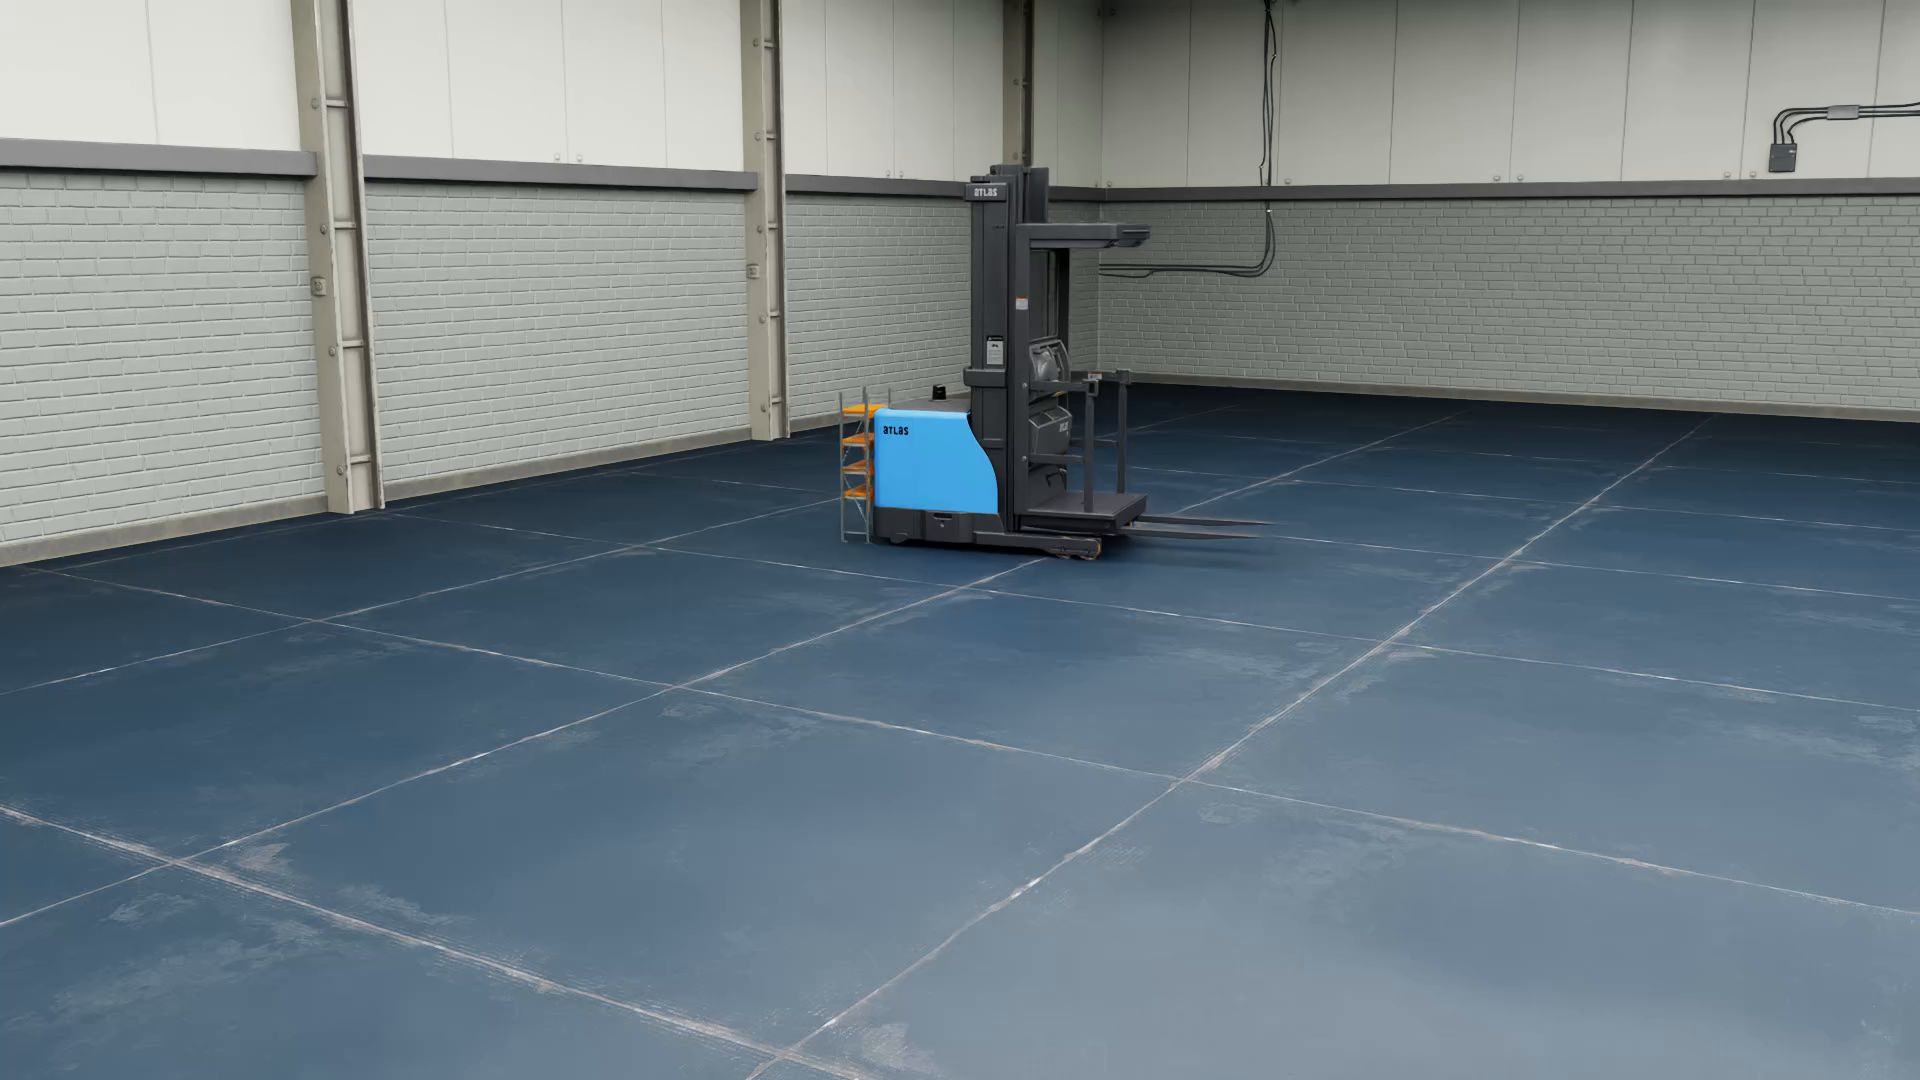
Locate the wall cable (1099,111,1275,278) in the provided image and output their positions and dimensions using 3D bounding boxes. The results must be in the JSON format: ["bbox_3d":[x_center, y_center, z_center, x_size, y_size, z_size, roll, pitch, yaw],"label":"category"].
[{"bbox_3d":[3.505,-5.394,26.164,3.097,2.526,0.112,6,12,31],"label":"wall cable"}]

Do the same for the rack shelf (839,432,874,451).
[{"bbox_3d":[-0.753,-0.764,13.338,0.258,0.148,0.480,4,11,19],"label":"rack shelf"}]

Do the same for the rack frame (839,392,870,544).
[{"bbox_3d":[-0.834,-0.568,13.141,0.240,1.200,0.015,4,11,19],"label":"rack frame"}]

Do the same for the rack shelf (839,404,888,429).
[{"bbox_3d":[-0.753,-0.996,13.295,0.258,0.148,0.480,4,11,19],"label":"rack shelf"}]

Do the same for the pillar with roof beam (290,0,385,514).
[{"bbox_3d":[-1.705,-4.285,11.800,9.100,9.000,0.400,6,12,31],"label":"pillar with roof beam"}]

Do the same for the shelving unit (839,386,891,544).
[{"bbox_3d":[-0.753,-0.610,13.367,0.258,1.200,0.503,4,11,19],"label":"shelving unit"}]

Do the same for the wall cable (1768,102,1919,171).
[{"bbox_3d":[11.611,-7.682,20.707,2.305,6.003,0.169,6,12,31],"label":"wall cable"}]

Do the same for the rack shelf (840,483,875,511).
[{"bbox_3d":[-0.753,-0.349,13.416,0.258,0.148,0.480,4,11,19],"label":"rack shelf"}]

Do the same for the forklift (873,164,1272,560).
[{"bbox_3d":[0.884,-1.396,12.863,3.031,2.935,1.130,4,11,20],"label":"forklift"}]

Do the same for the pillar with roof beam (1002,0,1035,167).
[{"bbox_3d":[4.525,-6.172,21.881,9.100,9.000,0.400,6,12,31],"label":"pillar with roof beam"}]

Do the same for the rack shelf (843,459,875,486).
[{"bbox_3d":[-0.753,-0.544,13.379,0.258,0.148,0.480,4,11,19],"label":"rack shelf"}]

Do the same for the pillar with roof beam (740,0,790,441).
[{"bbox_3d":[1.410,-5.228,16.840,9.100,9.000,0.400,6,12,31],"label":"pillar with roof beam"}]

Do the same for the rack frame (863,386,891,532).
[{"bbox_3d":[-0.672,-0.652,13.593,0.240,1.200,0.015,4,11,19],"label":"rack frame"}]

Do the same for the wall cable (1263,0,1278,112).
[{"bbox_3d":[5.817,-7.618,24.318,3.097,2.526,0.112,6,12,31],"label":"wall cable"}]
